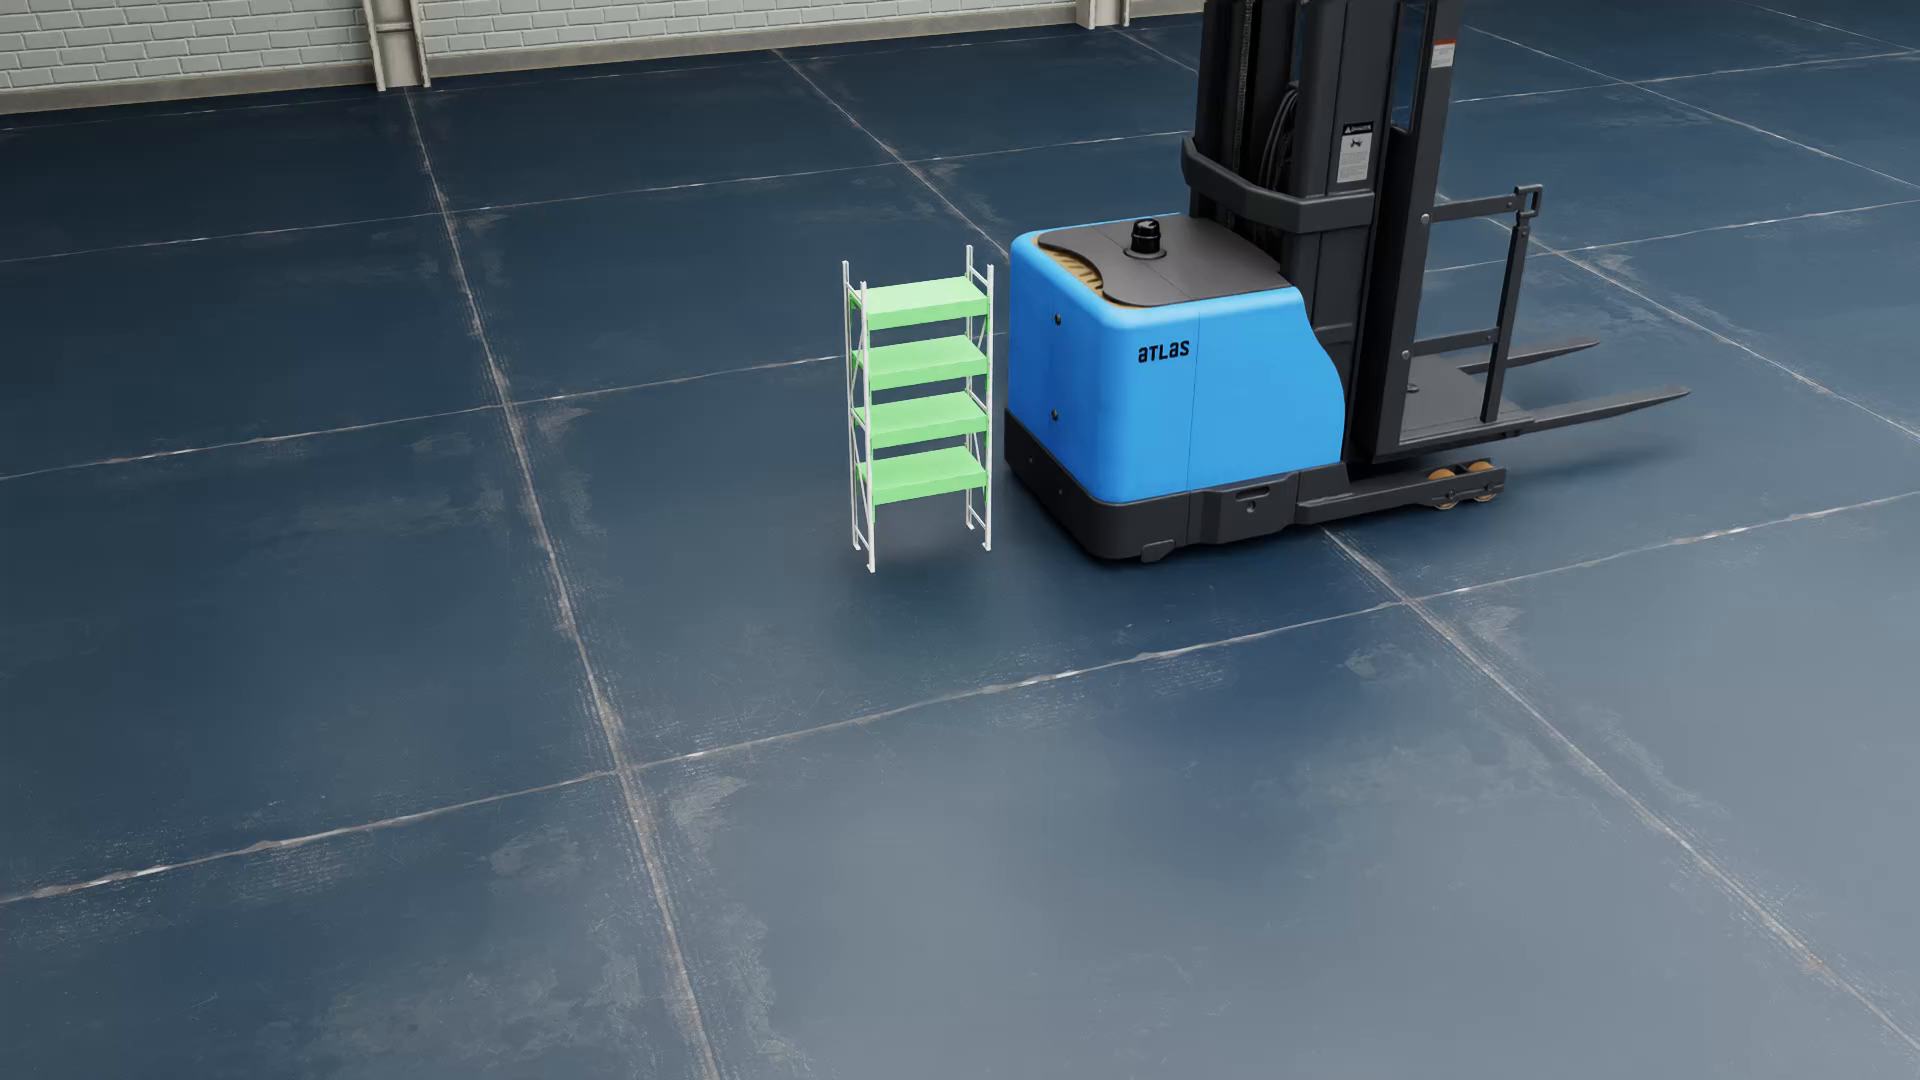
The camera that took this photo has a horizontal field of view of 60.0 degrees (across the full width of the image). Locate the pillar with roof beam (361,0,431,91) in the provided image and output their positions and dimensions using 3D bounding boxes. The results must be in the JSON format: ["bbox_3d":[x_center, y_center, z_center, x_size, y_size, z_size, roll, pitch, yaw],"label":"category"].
[{"bbox_3d":[-2.857,-5.481,7.280,0.400,9.000,9.100,-10,31,-18],"label":"pillar with roof beam"}]

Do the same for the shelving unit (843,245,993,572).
[{"bbox_3d":[-0.155,-0.493,6.403,0.503,1.200,0.258,-10,31,-18],"label":"shelving unit"}]

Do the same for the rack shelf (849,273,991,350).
[{"bbox_3d":[-0.155,-0.854,6.197,0.480,0.148,0.258,-10,31,-18],"label":"rack shelf"}]

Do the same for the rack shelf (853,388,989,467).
[{"bbox_3d":[-0.155,-0.437,6.434,0.480,0.148,0.258,-10,31,-18],"label":"rack shelf"}]

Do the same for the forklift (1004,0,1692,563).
[{"bbox_3d":[1.762,-1.633,6.655,3.031,2.935,1.130,-11,31,-18],"label":"forklift"}]

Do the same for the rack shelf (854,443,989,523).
[{"bbox_3d":[-0.155,-0.229,6.553,0.480,0.148,0.258,-10,31,-18],"label":"rack shelf"}]

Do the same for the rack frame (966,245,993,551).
[{"bbox_3d":[0.074,-0.535,6.477,0.015,1.200,0.240,-10,31,-18],"label":"rack frame"}]

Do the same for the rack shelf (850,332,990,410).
[{"bbox_3d":[-0.155,-0.646,6.316,0.480,0.148,0.258,-10,31,-18],"label":"rack shelf"}]

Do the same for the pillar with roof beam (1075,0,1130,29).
[{"bbox_3d":[2.767,-6.517,9.098,0.400,9.000,9.100,-10,31,-18],"label":"pillar with roof beam"}]

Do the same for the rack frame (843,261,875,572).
[{"bbox_3d":[-0.384,-0.451,6.329,0.015,1.200,0.240,-10,31,-18],"label":"rack frame"}]
